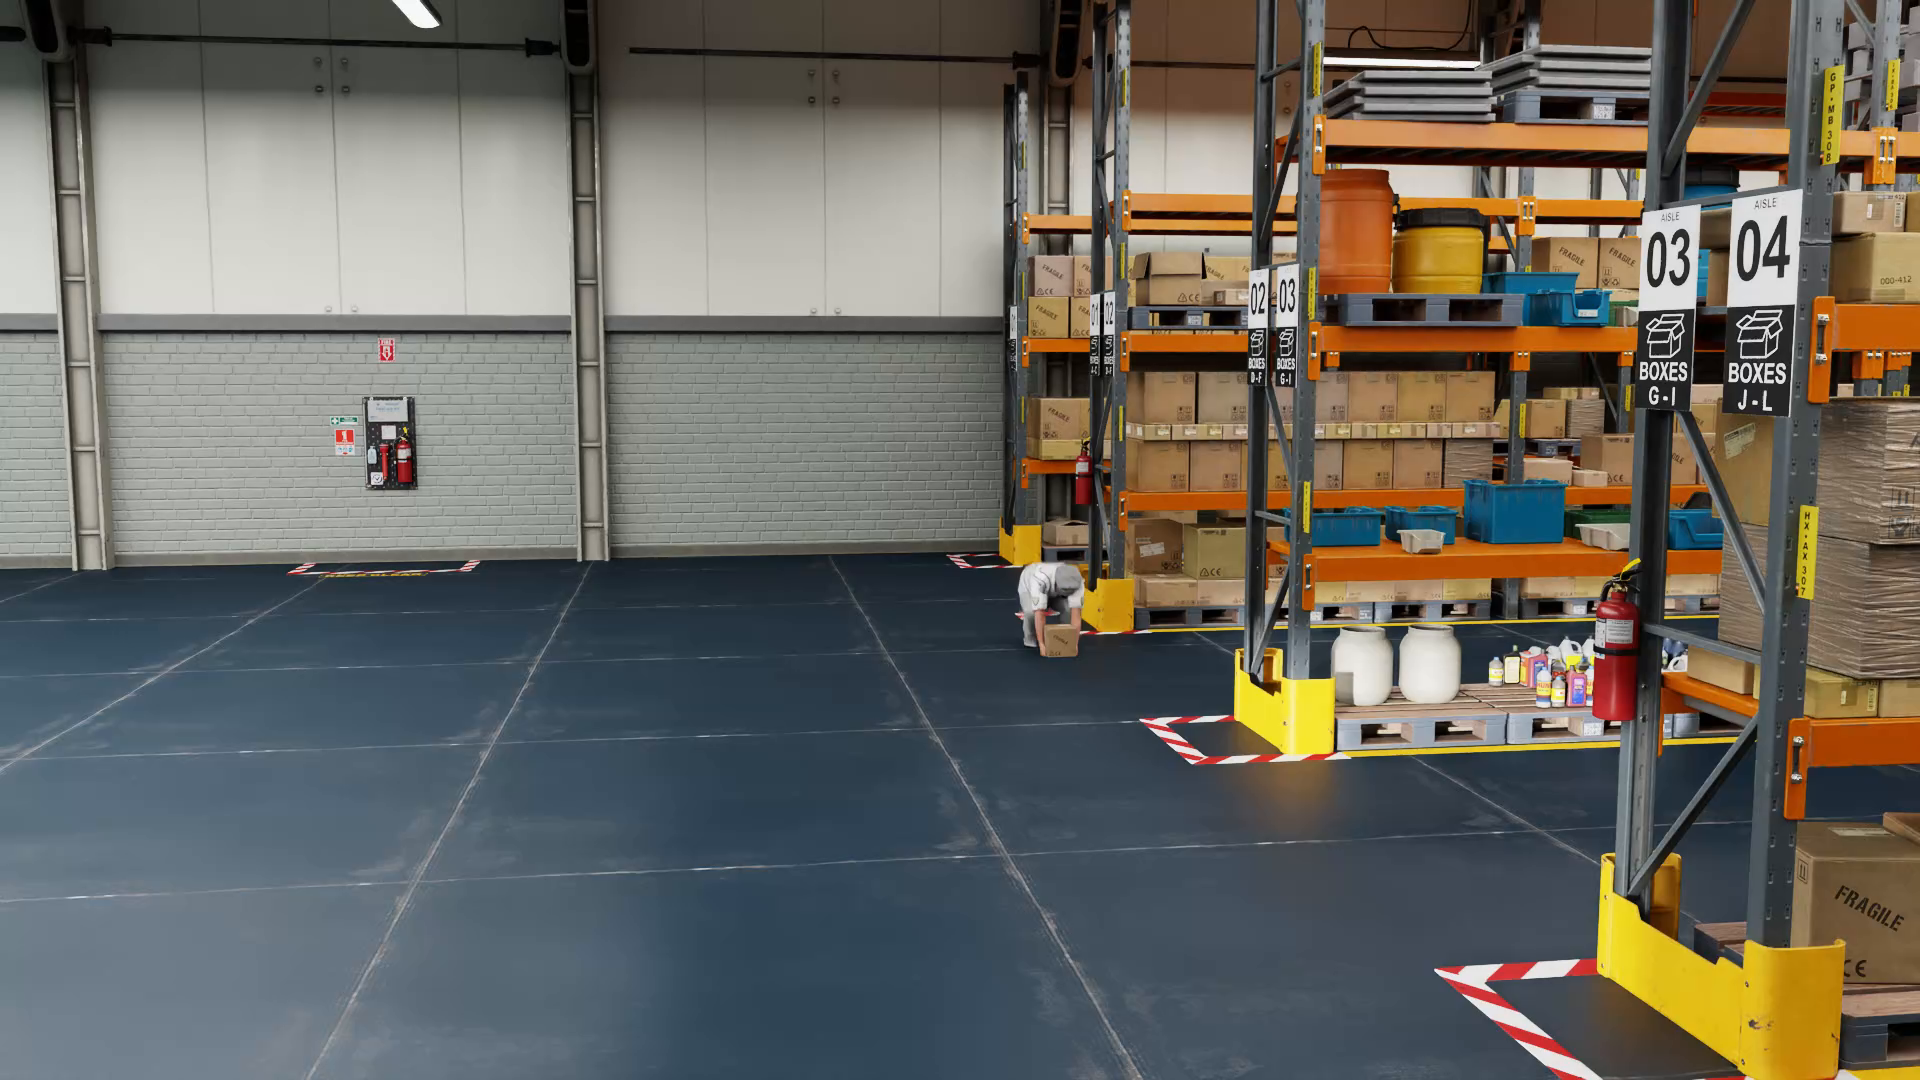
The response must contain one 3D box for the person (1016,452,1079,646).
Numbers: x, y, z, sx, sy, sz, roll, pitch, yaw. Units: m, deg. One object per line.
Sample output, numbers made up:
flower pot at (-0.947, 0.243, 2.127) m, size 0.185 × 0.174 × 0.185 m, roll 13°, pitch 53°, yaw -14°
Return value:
person at (0.783, 0.077, 15.004) m, size 0.601 × 1.747 × 0.439 m, roll -1°, pitch 7°, yaw -12°
